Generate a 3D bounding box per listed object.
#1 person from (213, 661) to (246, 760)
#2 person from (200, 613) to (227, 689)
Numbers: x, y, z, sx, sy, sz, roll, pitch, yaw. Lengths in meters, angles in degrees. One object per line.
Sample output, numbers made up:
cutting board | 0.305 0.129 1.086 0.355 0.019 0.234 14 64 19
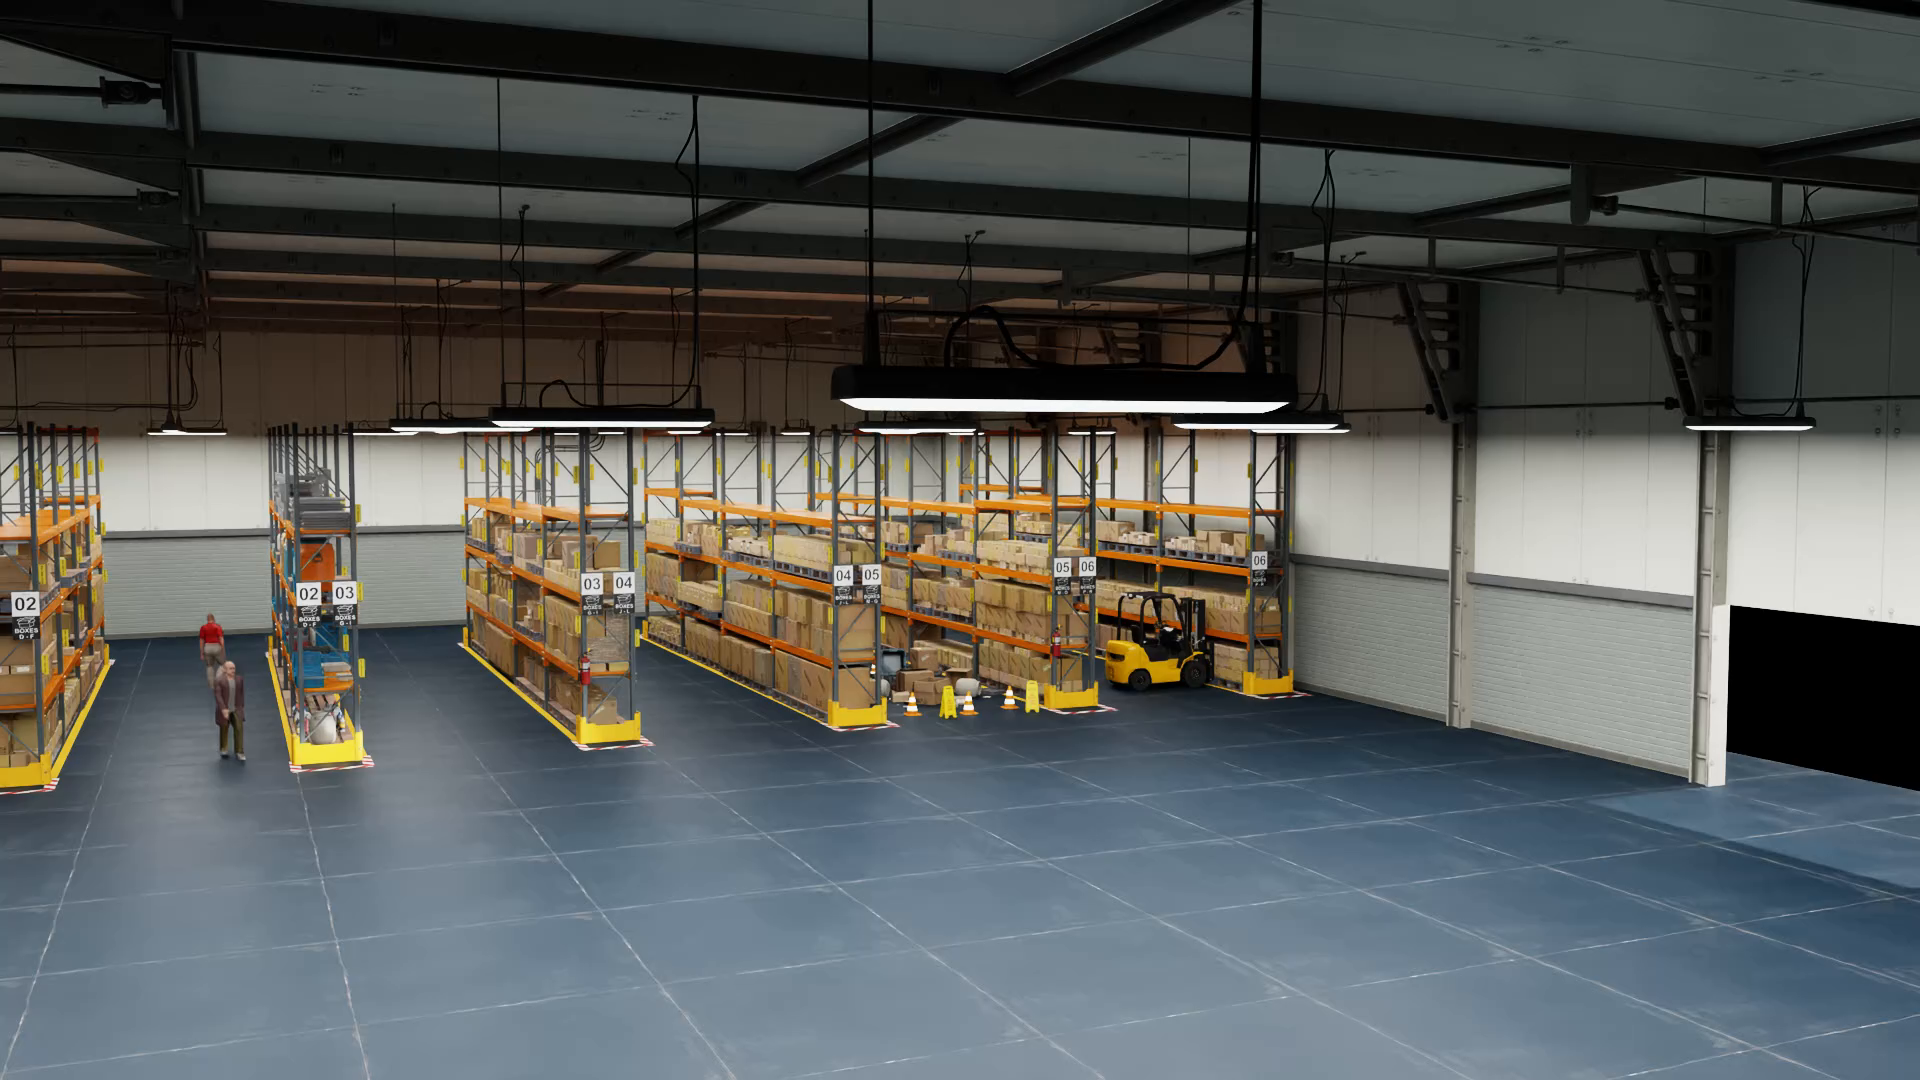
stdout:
person | -12.999 3.029 29.651 0.564 1.725 1.063 -3 5 -39
person | -17.059 2.543 37.955 0.594 1.719 0.520 0 4 -5
